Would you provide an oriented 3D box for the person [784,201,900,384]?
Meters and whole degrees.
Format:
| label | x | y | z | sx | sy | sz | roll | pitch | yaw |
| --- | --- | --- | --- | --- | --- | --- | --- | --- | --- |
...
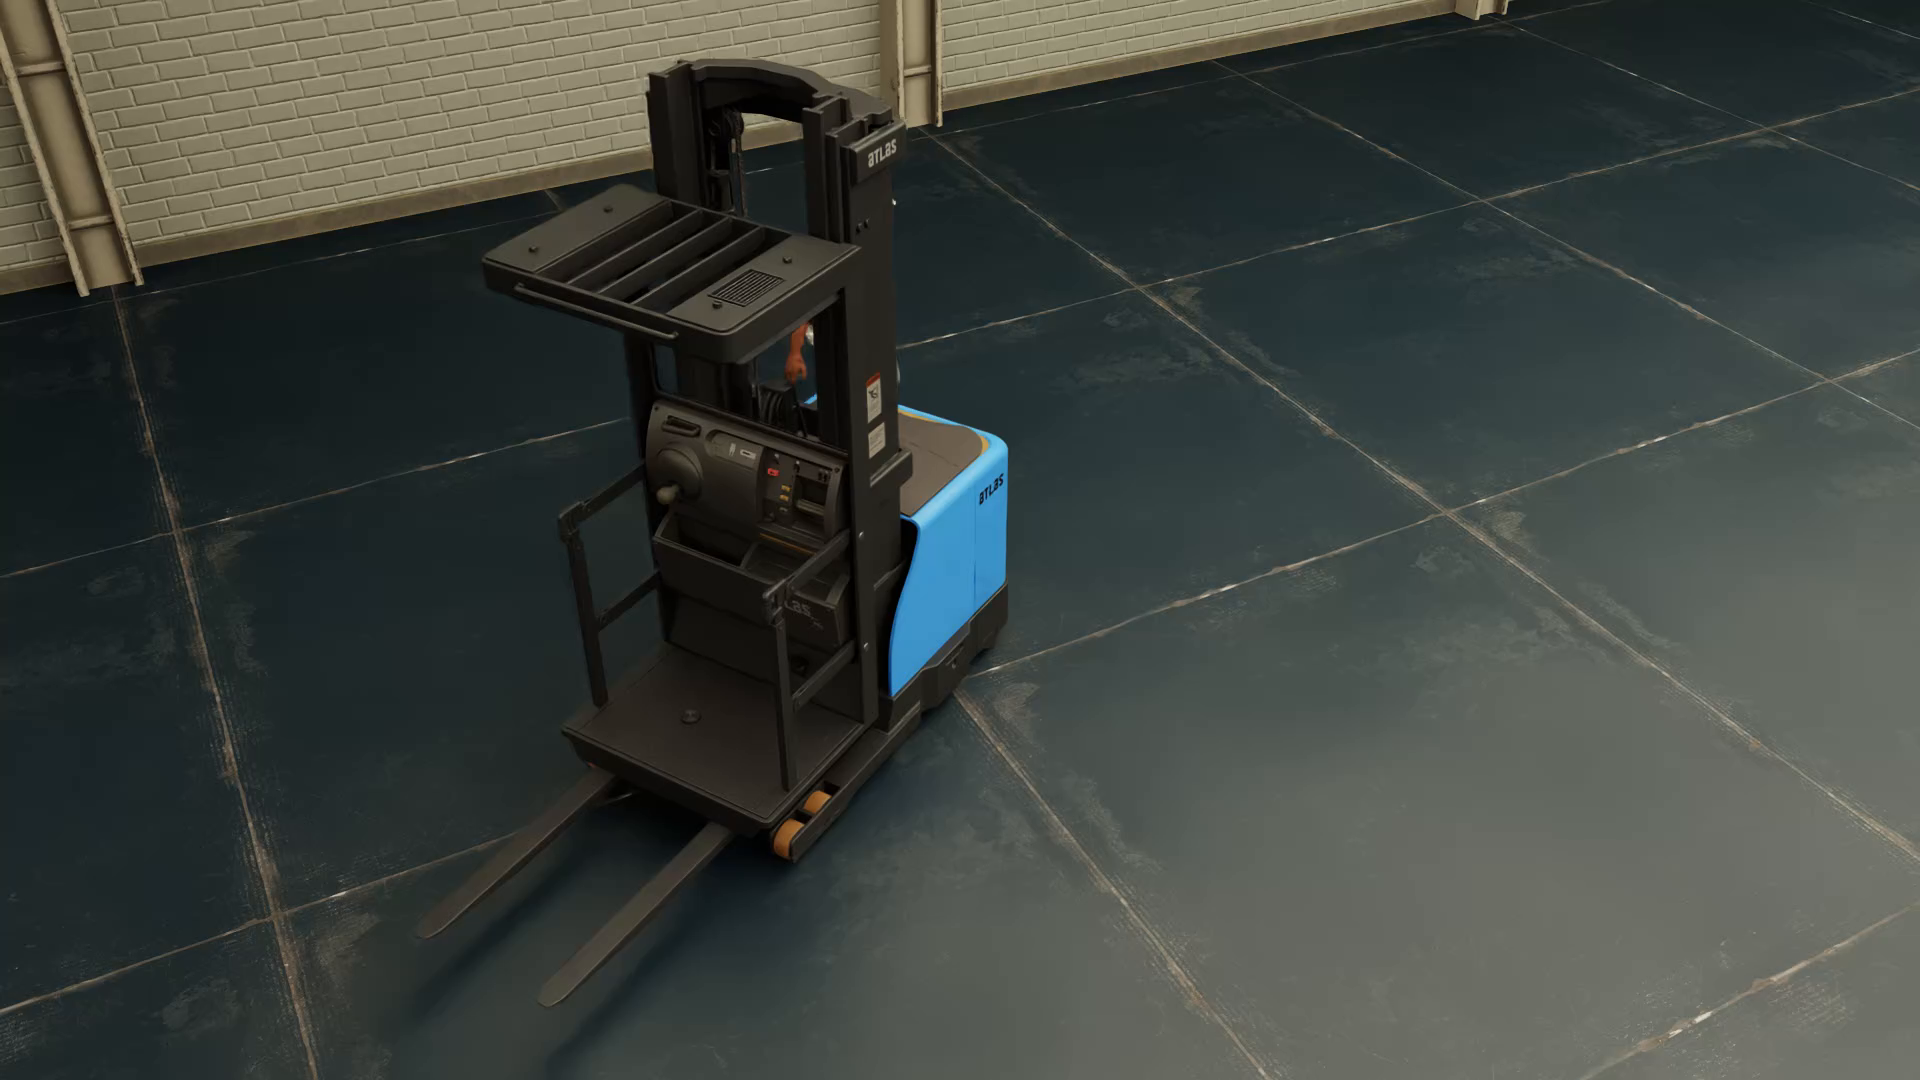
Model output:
| label | x | y | z | sx | sy | sz | roll | pitch | yaw |
| --- | --- | --- | --- | --- | --- | --- | --- | --- | --- |
| person | -0.595 | -1.089 | 8.735 | 0.474 | 1.733 | 0.900 | 16 | 38 | 21 |

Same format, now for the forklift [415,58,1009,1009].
| label | x | y | z | sx | sy | sz | roll | pitch | yaw |
| --- | --- | --- | --- | --- | --- | --- | --- | --- | --- |
| forklift | -0.965 | -0.194 | 6.398 | 1.130 | 2.935 | 3.031 | 19 | 40 | 25 |
